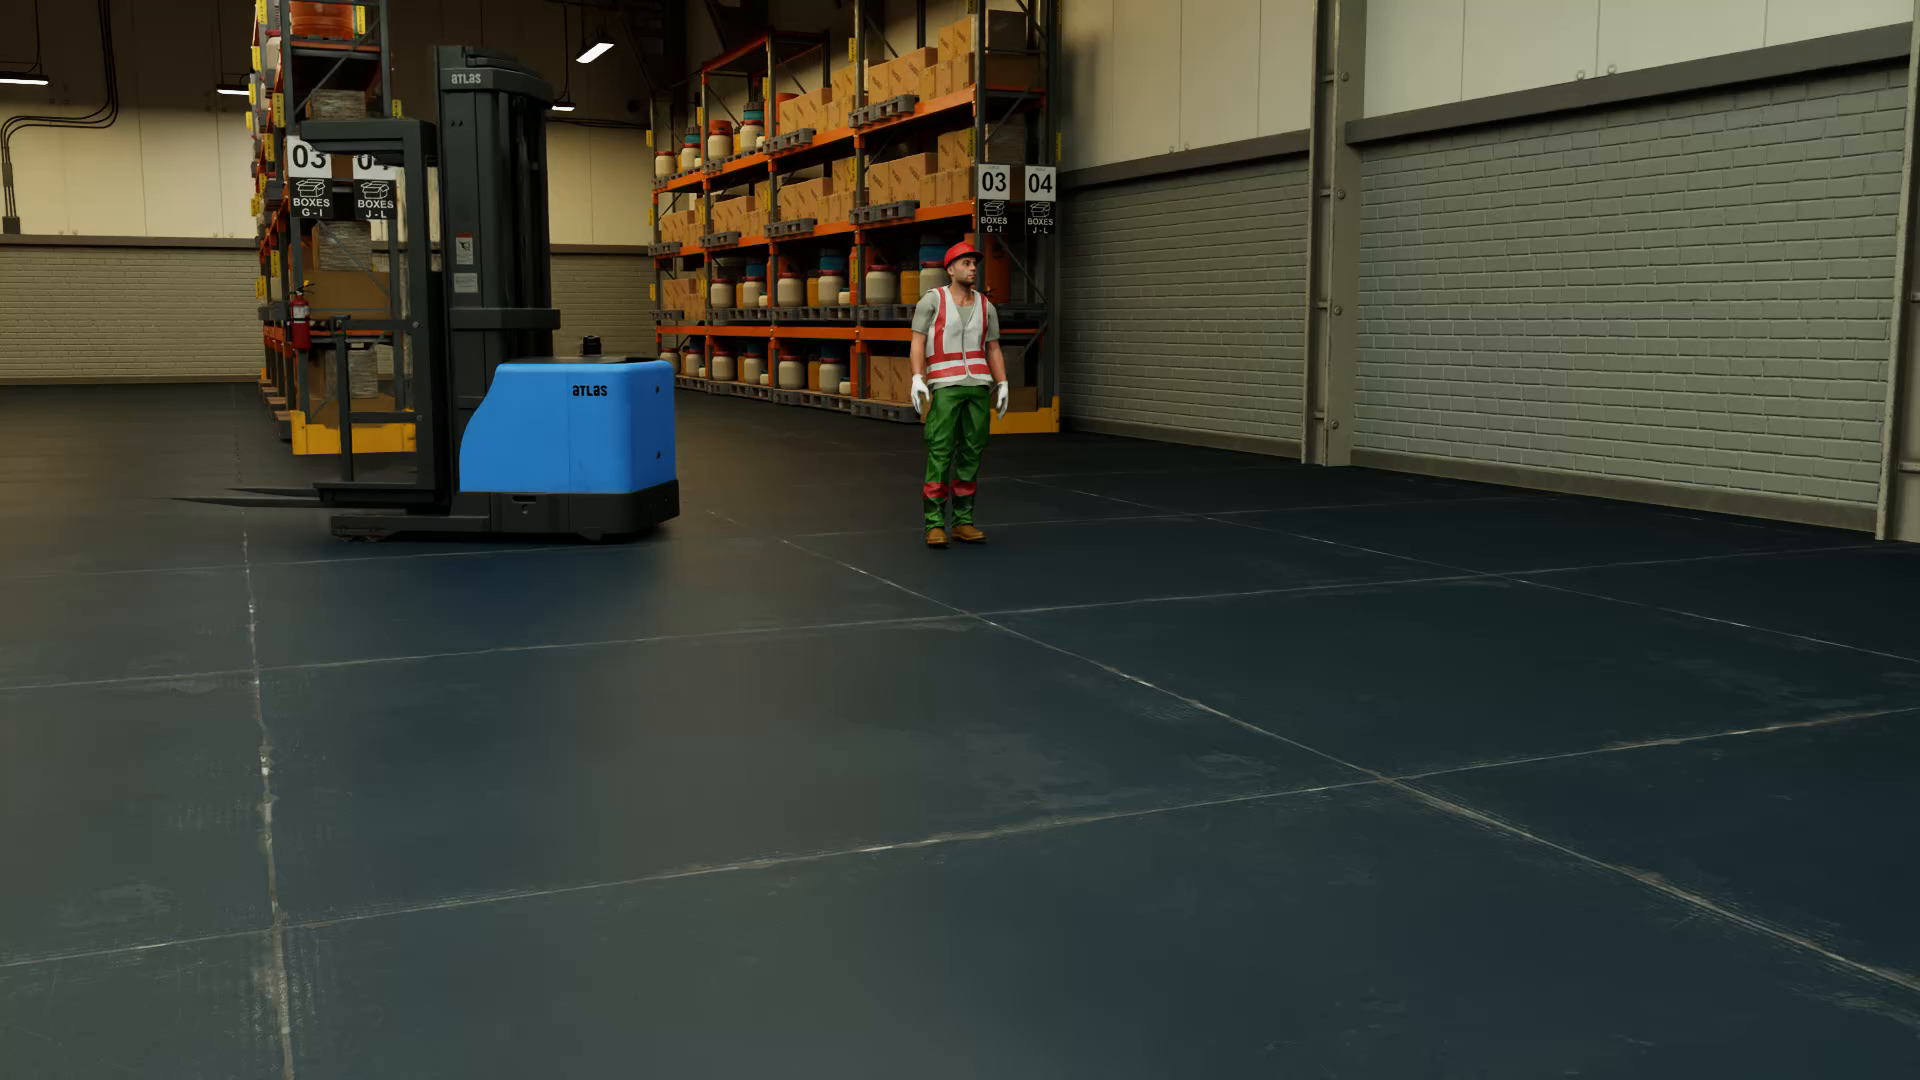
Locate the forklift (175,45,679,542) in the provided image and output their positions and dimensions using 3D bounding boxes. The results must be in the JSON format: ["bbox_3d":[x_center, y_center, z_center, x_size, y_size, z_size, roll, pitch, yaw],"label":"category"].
[{"bbox_3d":[-3.382,-1.510,10.392,3.031,2.935,1.130,1,8,8],"label":"forklift"}]

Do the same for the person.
[{"bbox_3d":[0.023,-0.884,9.958,0.638,1.789,0.562,-3,8,-23],"label":"person"}]
